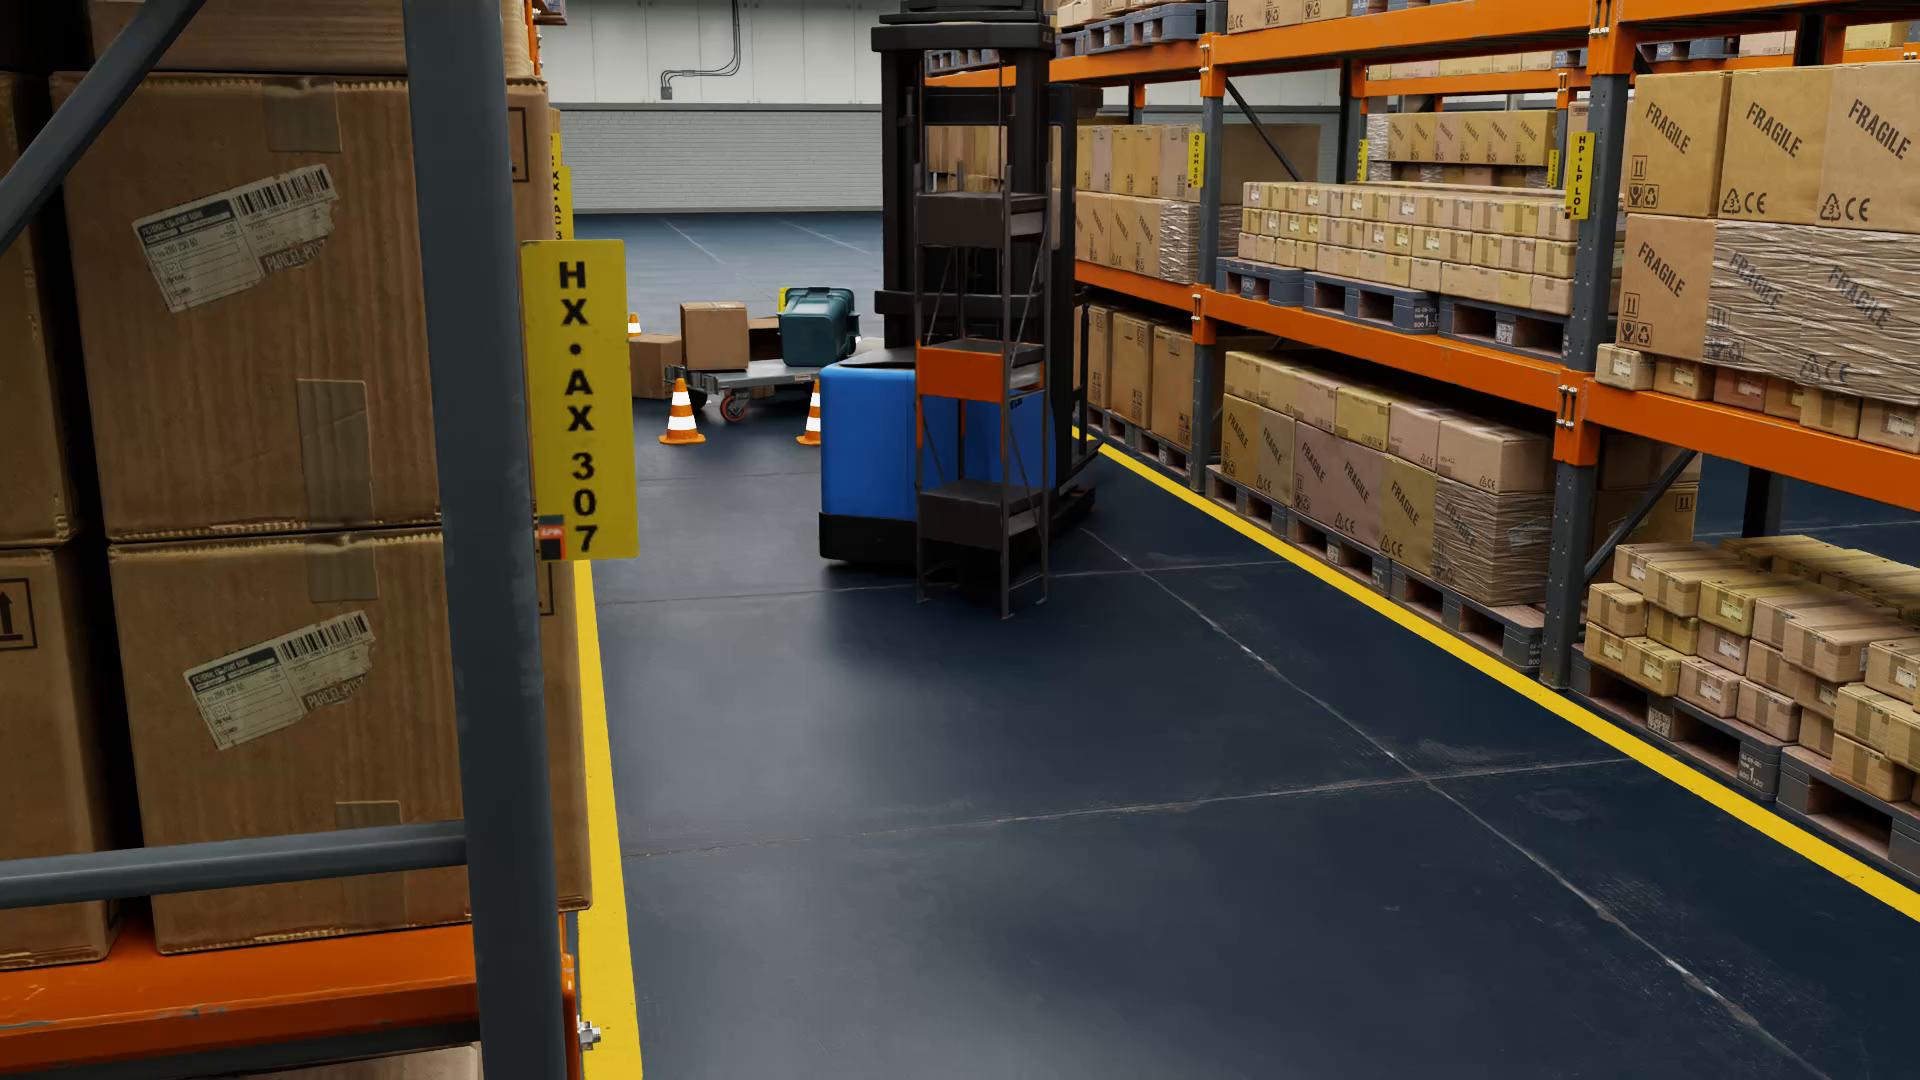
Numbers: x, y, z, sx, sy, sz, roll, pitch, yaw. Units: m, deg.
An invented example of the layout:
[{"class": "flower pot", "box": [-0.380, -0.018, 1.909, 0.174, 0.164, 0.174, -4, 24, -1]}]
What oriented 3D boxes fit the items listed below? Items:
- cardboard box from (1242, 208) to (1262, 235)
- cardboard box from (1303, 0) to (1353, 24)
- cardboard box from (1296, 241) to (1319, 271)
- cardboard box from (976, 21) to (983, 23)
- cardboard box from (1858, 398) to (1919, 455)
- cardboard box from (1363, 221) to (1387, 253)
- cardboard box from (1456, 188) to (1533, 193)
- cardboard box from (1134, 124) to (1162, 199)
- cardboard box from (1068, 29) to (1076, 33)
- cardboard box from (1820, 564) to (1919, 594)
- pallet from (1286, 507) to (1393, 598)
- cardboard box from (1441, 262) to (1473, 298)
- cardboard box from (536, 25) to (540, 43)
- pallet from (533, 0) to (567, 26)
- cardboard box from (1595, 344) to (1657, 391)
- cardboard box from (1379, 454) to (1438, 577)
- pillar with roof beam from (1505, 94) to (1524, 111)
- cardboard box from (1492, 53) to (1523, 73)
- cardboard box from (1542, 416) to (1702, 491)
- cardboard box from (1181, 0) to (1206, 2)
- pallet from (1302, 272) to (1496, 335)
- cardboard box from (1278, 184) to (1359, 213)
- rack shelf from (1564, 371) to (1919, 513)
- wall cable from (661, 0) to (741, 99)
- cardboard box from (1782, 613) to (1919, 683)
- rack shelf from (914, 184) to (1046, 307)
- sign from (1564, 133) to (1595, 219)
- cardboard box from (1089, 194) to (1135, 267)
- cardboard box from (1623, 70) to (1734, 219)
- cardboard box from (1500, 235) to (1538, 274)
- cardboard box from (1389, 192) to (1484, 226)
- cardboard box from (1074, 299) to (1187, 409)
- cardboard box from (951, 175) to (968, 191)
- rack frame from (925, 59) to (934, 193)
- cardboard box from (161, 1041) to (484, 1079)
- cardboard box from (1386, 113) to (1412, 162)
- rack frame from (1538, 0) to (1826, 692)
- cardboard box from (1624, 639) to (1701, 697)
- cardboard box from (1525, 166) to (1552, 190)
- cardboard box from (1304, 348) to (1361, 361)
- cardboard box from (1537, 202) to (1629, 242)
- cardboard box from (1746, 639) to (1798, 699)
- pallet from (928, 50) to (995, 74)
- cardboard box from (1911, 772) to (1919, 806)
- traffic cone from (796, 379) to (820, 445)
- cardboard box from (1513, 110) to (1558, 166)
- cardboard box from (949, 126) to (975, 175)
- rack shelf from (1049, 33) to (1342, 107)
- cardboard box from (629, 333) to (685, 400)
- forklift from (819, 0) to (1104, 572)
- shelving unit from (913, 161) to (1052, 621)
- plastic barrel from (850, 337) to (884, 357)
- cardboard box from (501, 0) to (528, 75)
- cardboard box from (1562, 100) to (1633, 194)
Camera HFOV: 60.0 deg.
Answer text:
[{"class": "cardboard box", "box": [1.904, -1.898, 9.894, 0.380, 0.149, 0.250, -3, 14, -11]}, {"class": "cardboard box", "box": [2.108, -2.923, 8.542, 0.500, 0.500, 0.500, -3, 14, -13]}, {"class": "cardboard box", "box": [2.086, -1.576, 9.200, 0.380, 0.149, 0.250, -3, 14, -11]}, {"class": "cardboard box", "box": [0.447, -4.830, 15.149, 0.500, 0.250, 0.500, -3, 14, -14]}, {"class": "cardboard box", "box": [3.030, -0.365, 5.129, 0.380, 0.149, 0.250, -3, 14, -11]}, {"class": "cardboard box", "box": [2.275, -1.539, 8.424, 0.380, 0.149, 0.250, -3, 14, -11]}, {"class": "cardboard box", "box": [2.848, -1.779, 8.781, 0.380, 0.149, 0.250, -3, 14, -10]}, {"class": "cardboard box", "box": [1.647, -2.668, 11.708, 0.700, 0.500, 0.500, -4, 14, -14]}, {"class": "cardboard box", "box": [1.171, -4.525, 14.742, 0.380, 0.149, 0.250, -3, 14, -13]}, {"class": "cardboard box", "box": [3.425, 0.202, 6.150, 0.380, 0.149, 0.250, -3, 14, -14]}, {"class": "pallet", "box": [2.451, 0.022, 8.894, 1.003, 0.211, 1.213, -3, 14, -13]}, {"class": "cardboard box", "box": [2.462, -1.209, 7.702, 0.380, 0.149, 0.250, -4, 14, -16]}, {"class": "cardboard box", "box": [-3.579, -4.063, 13.108, 0.500, 0.250, 0.500, -4, 14, -14]}, {"class": "pallet", "box": [-2.600, -2.715, 8.297, 1.213, 0.211, 1.003, -3, 14, -11]}, {"class": "cardboard box", "box": [2.673, -0.666, 6.362, 0.380, 0.149, 0.250, -3, 14, -11]}, {"class": "cardboard box", "box": [2.386, -0.136, 8.047, 0.500, 0.500, 0.500, -4, 14, -15]}, {"class": "pillar with roof beam", "box": [10.580, -12.819, 42.936, 9.100, 9.000, 0.400, -3, 14, -13]}, {"class": "cardboard box", "box": [5.418, -4.566, 15.793, 0.500, 0.250, 0.500, -3, 14, -12]}, {"class": "cardboard box", "box": [3.008, -0.411, 7.590, 0.500, 0.250, 0.500, -4, 14, -16]}, {"class": "cardboard box", "box": [1.631, -3.516, 10.577, 0.380, 0.166, 0.250, -3, 14, -13]}, {"class": "pallet", "box": [2.490, -1.247, 8.614, 1.003, 0.211, 1.213, -3, 14, -13]}, {"class": "cardboard box", "box": [2.025, -1.929, 9.394, 0.380, 0.149, 0.250, -3, 14, -13]}, {"class": "rack shelf", "box": [3.395, -0.061, 4.871, 1.077, 0.370, 4.000, -3, 14, -13]}, {"class": "wall cable", "box": [-7.438, -15.618, 47.228, 2.305, 6.003, 0.169, -3, 14, -13]}, {"class": "cardboard box", "box": [2.983, 0.356, 5.518, 0.380, 0.149, 0.250, -3, 14, -12]}, {"class": "rack shelf", "box": [0.106, -1.375, 7.714, 0.480, 0.518, 0.431, 9, 17, 32]}, {"class": "sign", "box": [2.386, -1.402, 6.407, 0.100, 0.325, 0.005, -3, 14, -13]}, {"class": "cardboard box", "box": [1.261, -2.280, 12.230, 0.500, 0.500, 0.500, -3, 14, -12]}, {"class": "cardboard box", "box": [2.794, -1.433, 6.027, 0.500, 0.500, 0.500, -3, 14, -12]}, {"class": "cardboard box", "box": [2.576, -1.240, 7.198, 0.380, 0.149, 0.250, -3, 14, -13]}, {"class": "cardboard box", "box": [2.336, -1.625, 8.149, 0.380, 0.149, 0.250, -4, 14, -16]}, {"class": "cardboard box", "box": [1.502, -1.467, 12.968, 1.050, 0.750, 0.750, -3, 14, -13]}, {"class": "cardboard box", "box": [0.398, -3.368, 16.576, 0.875, 0.550, 0.550, -3, 14, -13]}, {"class": "rack frame", "box": [0.107, -3.640, 18.005, 1.000, 3.000, 0.127, -3, 14, -13]}, {"class": "cardboard box", "box": [-1.399, 1.034, 3.389, 0.875, 0.438, 0.875, -3, 14, -12]}, {"class": "cardboard box", "box": [4.926, -4.314, 17.820, 0.500, 0.500, 0.500, -3, 14, -13]}, {"class": "rack frame", "box": [2.925, -0.872, 6.674, 1.000, 3.000, 0.127, -3, 14, -13]}, {"class": "cardboard box", "box": [2.761, 0.473, 6.294, 0.380, 0.149, 0.250, -3, 14, -12]}, {"class": "cardboard box", "box": [5.845, -3.271, 15.656, 0.875, 0.500, 0.500, -3, 14, -13]}, {"class": "cardboard box", "box": [2.401, -1.005, 10.023, 0.500, 0.250, 0.500, -4, 14, -15]}, {"class": "cardboard box", "box": [2.641, -1.324, 6.918, 0.380, 0.149, 0.250, -3, 14, -11]}, {"class": "cardboard box", "box": [2.999, 0.436, 5.816, 0.380, 0.149, 0.250, -4, 14, -16]}, {"class": "pallet", "box": [0.291, -4.883, 16.962, 1.003, 0.211, 1.213, -3, 14, -13]}, {"class": "cardboard box", "box": [3.178, 0.765, 5.099, 0.380, 0.149, 0.250, -3, 14, -12]}, {"class": "traffic cone", "box": [-1.050, -0.966, 12.407, 0.336, 0.463, 0.334, -3, 14, -13]}, {"class": "cardboard box", "box": [5.518, -3.738, 15.461, 0.500, 0.500, 0.500, -3, 14, -13]}, {"class": "cardboard box", "box": [0.374, -3.891, 16.442, 0.875, 0.550, 0.550, -3, 14, -13]}, {"class": "rack shelf", "box": [1.516, -3.363, 12.069, 1.077, 0.370, 4.000, -3, 14, -13]}, {"class": "cardboard box", "box": [-2.671, -1.528, 14.622, 0.500, 0.500, 0.500, 7, 15, 26]}, {"class": "forklift", "box": [0.188, -1.565, 9.656, 1.130, 2.935, 3.031, 4, 14, 17]}, {"class": "shelving unit", "box": [0.108, -0.711, 7.888, 0.503, 2.100, 0.431, 9, 17, 32]}, {"class": "plastic barrel", "box": [-0.711, -1.642, 15.255, 0.512, 0.421, 0.421, 7, 15, 26]}, {"class": "cardboard box", "box": [-0.818, -0.719, 2.366, 0.380, 0.149, 0.250, -3, 14, -11]}, {"class": "cardboard box", "box": [5.942, -3.275, 14.361, 1.000, 1.000, 1.000, -3, 14, -13]}]
